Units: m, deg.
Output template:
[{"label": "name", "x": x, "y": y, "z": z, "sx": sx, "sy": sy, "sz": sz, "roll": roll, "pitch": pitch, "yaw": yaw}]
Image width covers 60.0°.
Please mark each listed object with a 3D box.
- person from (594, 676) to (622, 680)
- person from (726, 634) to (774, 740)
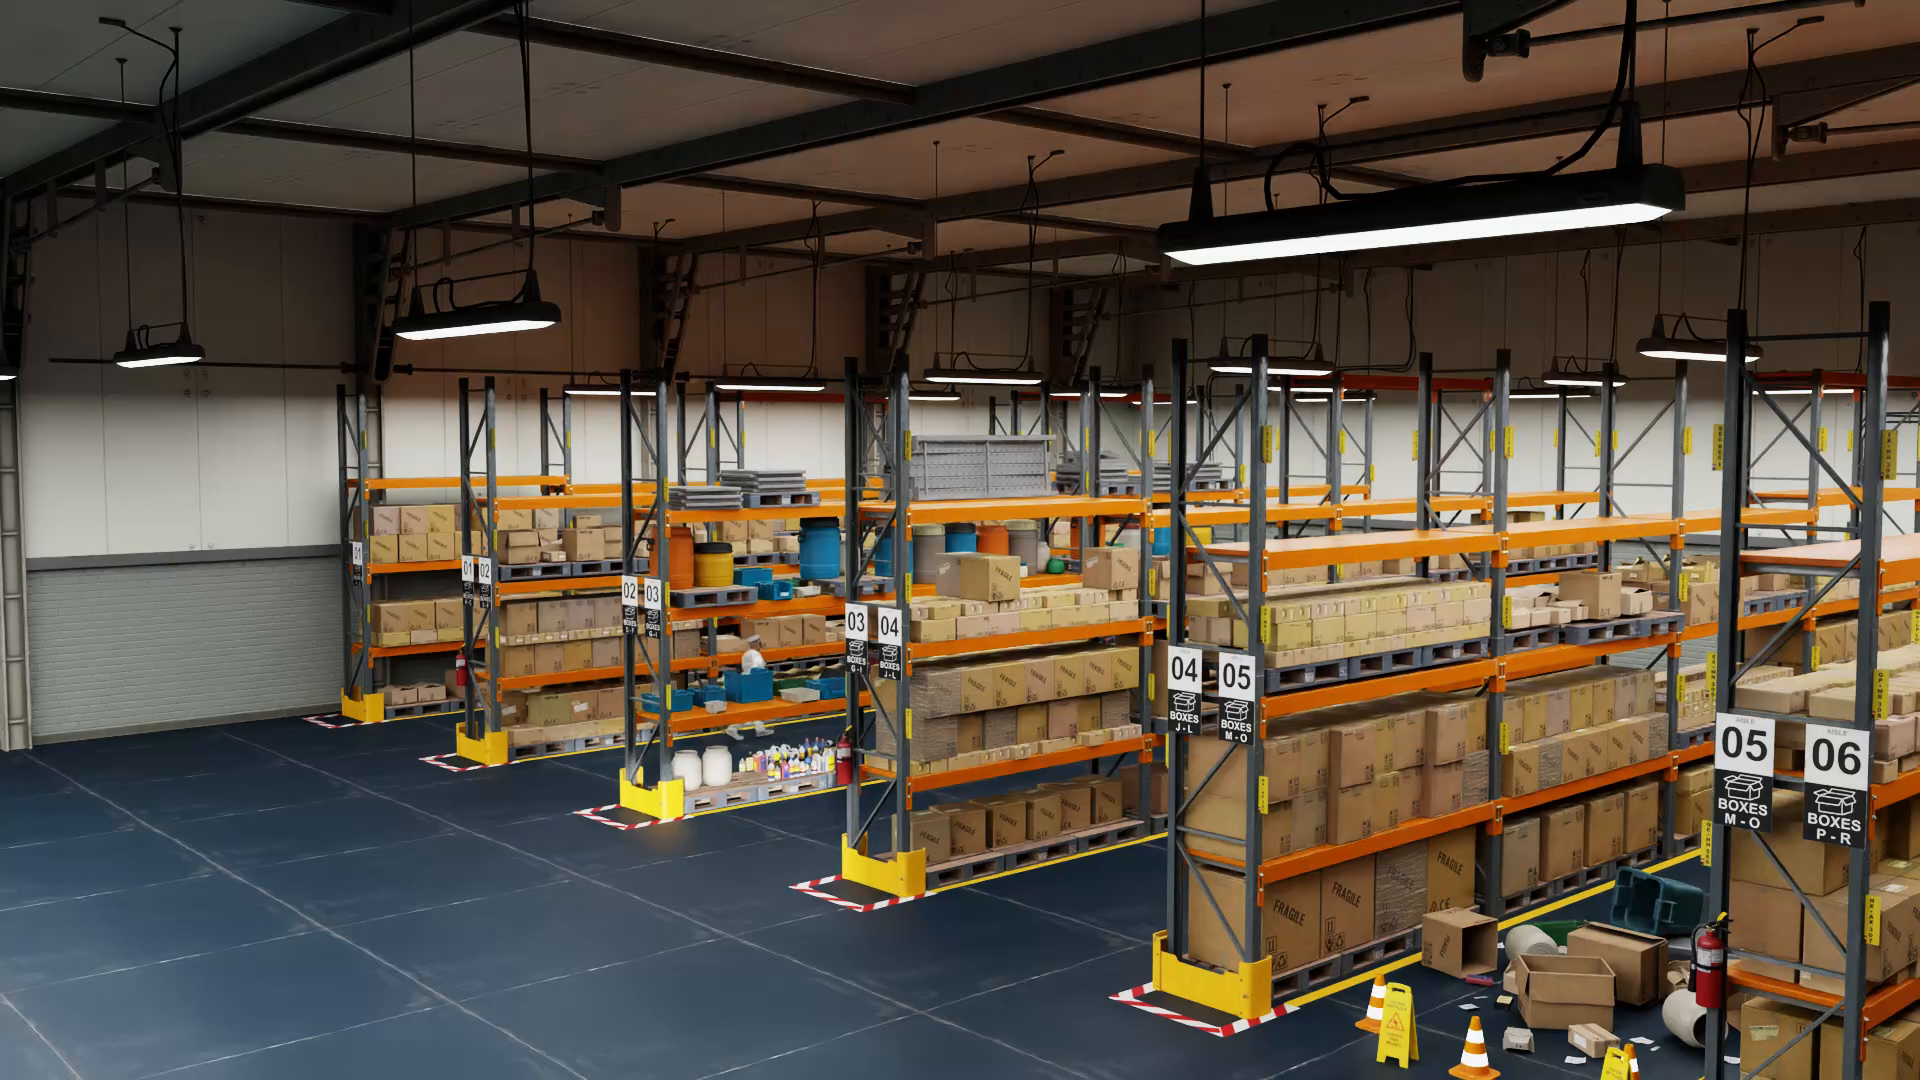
[{"label": "person", "x": -6.263, "y": 2.346, "z": 29.447, "sx": 0.612, "sy": 1.780, "sz": 0.814, "roll": 2, "pitch": 4, "yaw": 31}, {"label": "person", "x": -3.496, "y": 2.456, "z": 27.769, "sx": 0.944, "sy": 1.736, "sz": 0.593, "roll": -2, "pitch": 4, "yaw": -25}]
